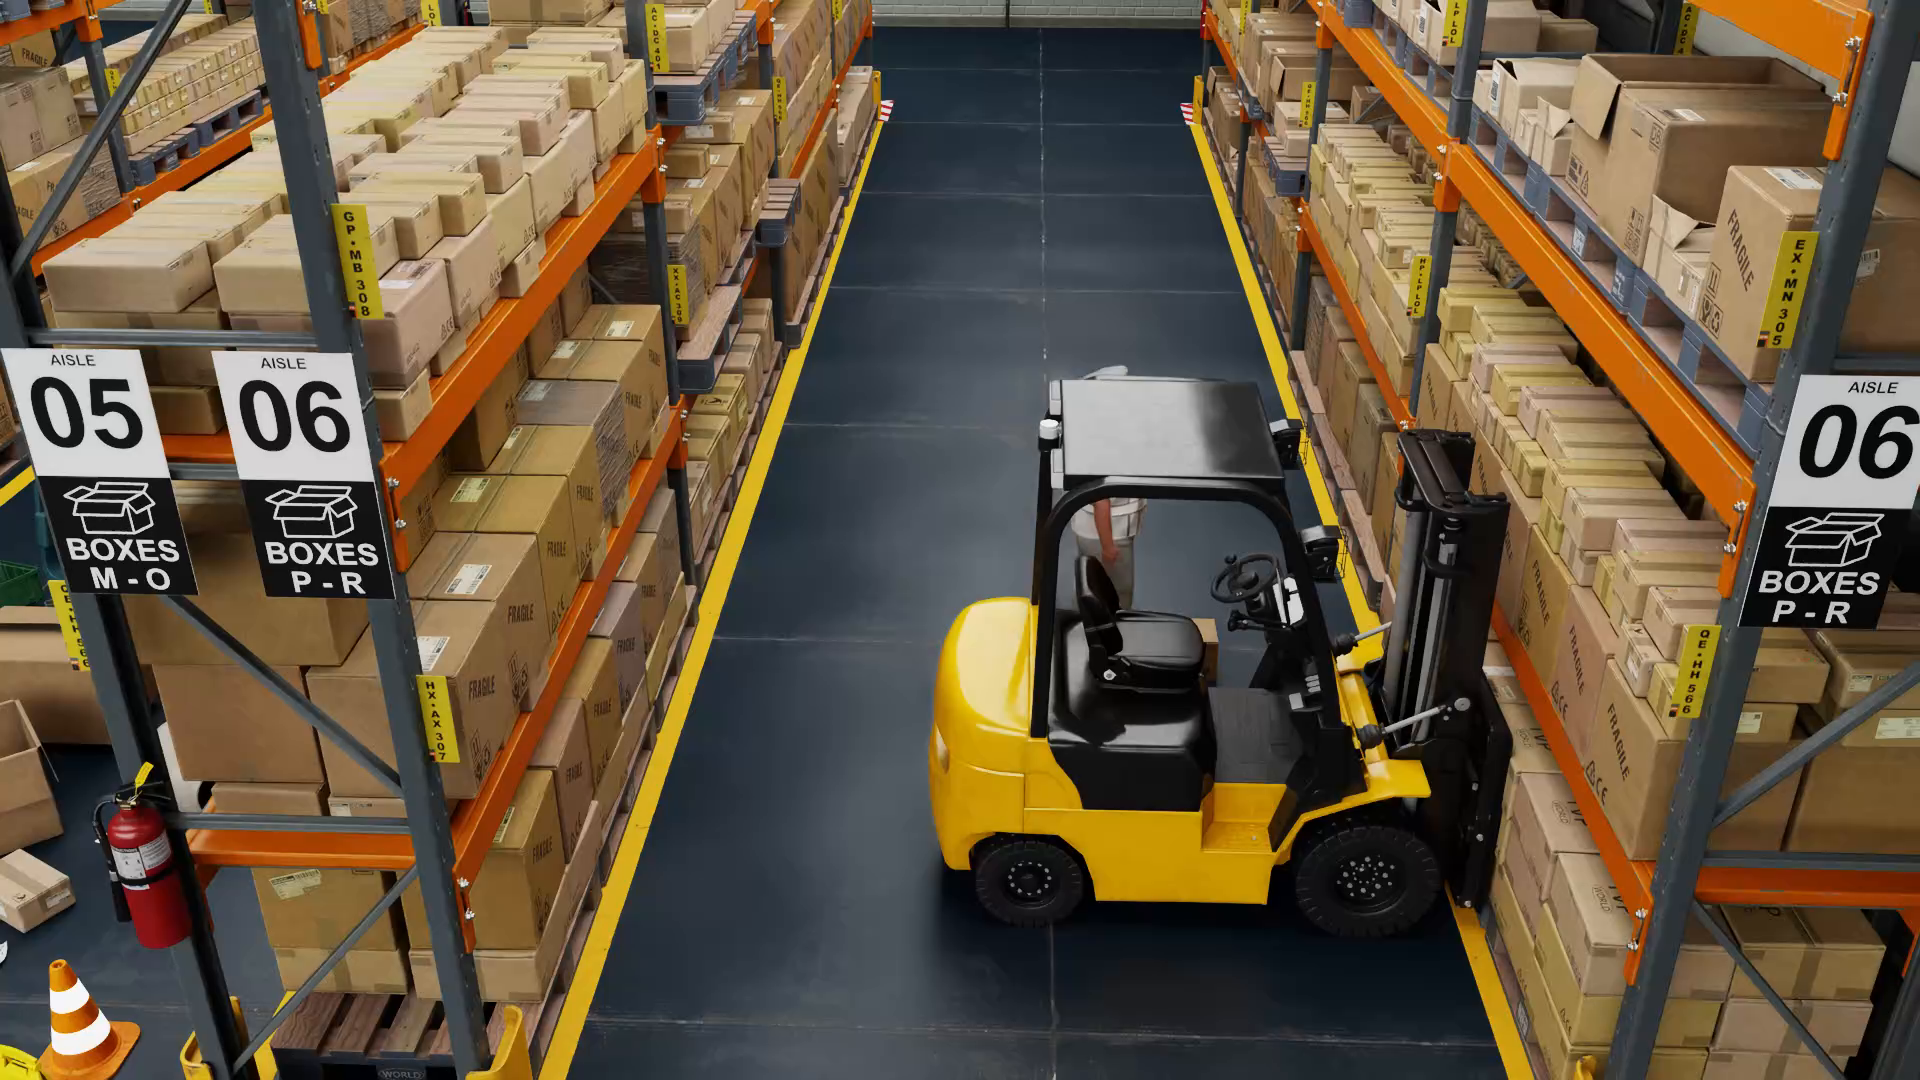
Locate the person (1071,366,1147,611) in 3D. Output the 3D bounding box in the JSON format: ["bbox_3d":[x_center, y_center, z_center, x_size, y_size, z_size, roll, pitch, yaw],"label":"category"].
[{"bbox_3d":[0.790,-0.074,8.759,0.420,1.777,0.526,2,28,3],"label":"person"}]
